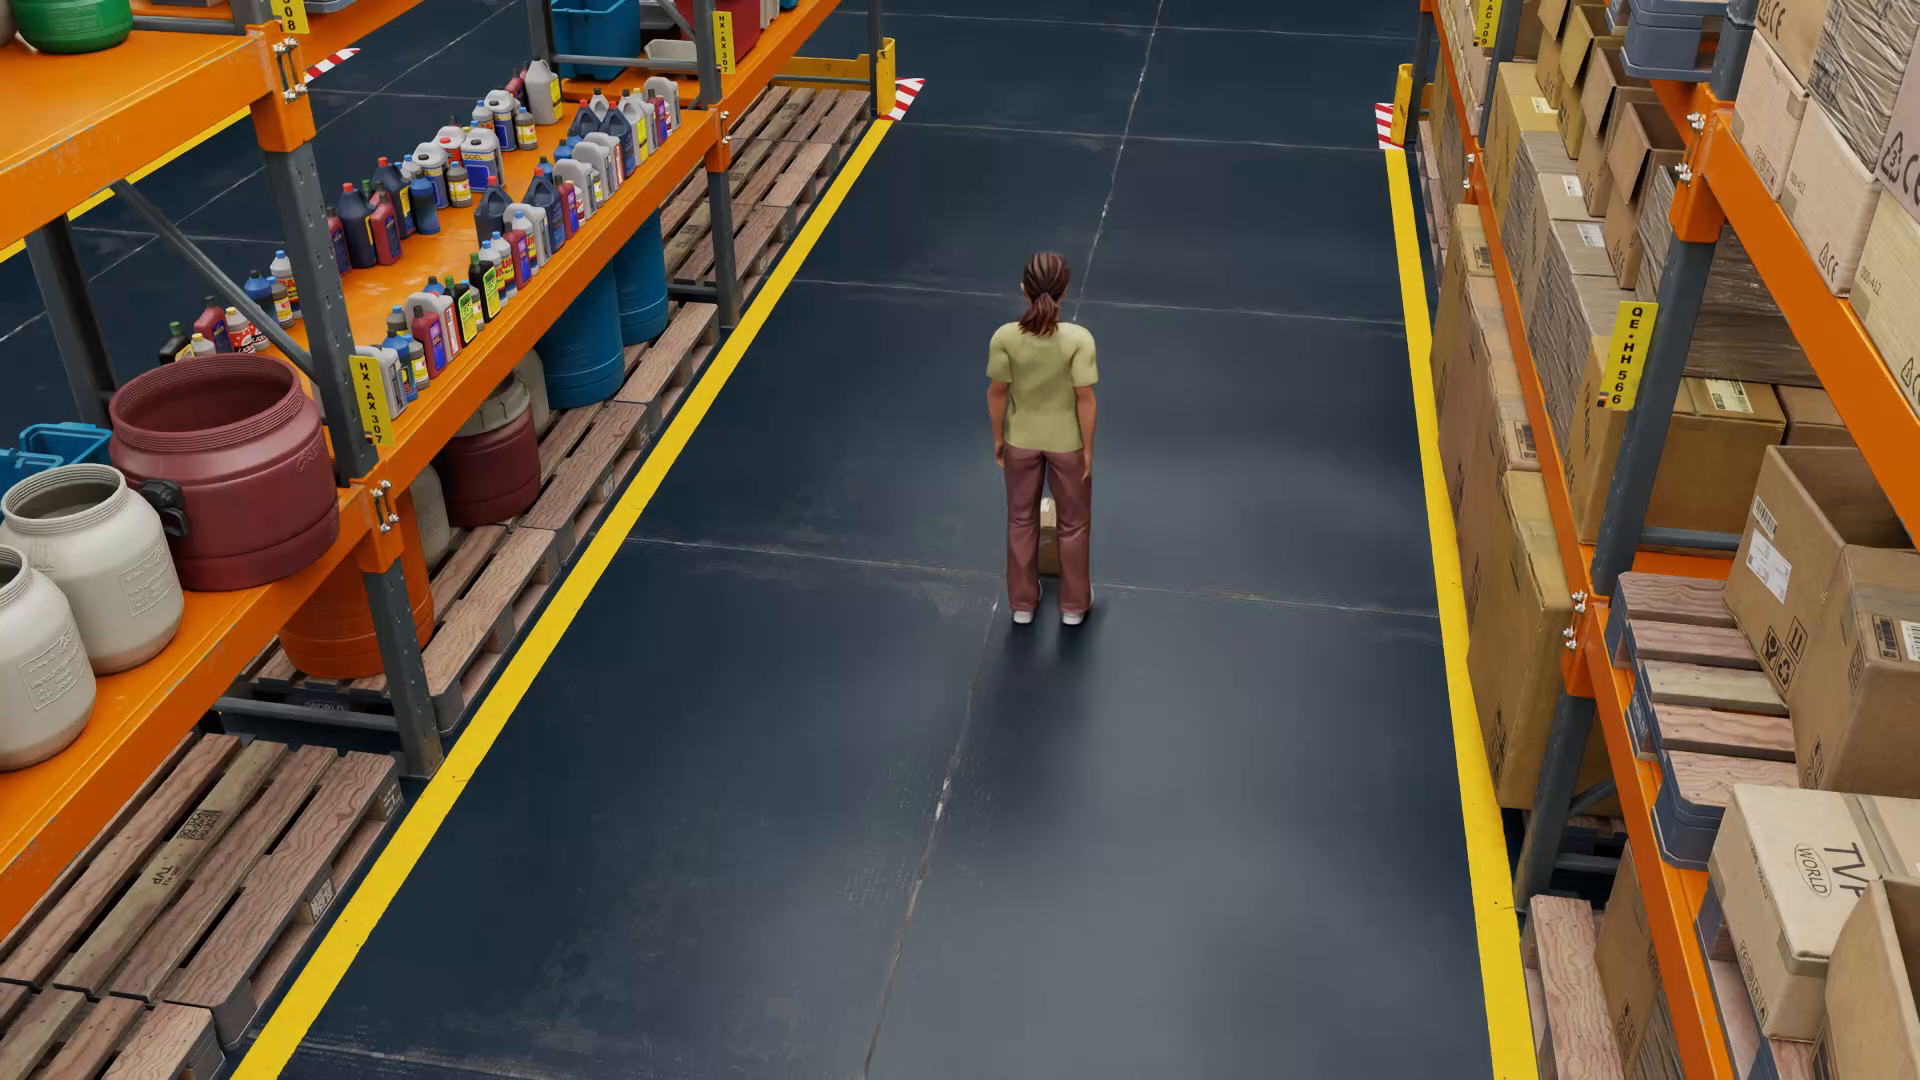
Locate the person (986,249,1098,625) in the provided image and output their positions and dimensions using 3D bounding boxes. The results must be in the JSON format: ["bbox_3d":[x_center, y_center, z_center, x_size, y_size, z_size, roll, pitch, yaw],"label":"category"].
[{"bbox_3d":[0.339,-0.392,6.734,0.451,1.684,0.433,5,33,8],"label":"person"}]
